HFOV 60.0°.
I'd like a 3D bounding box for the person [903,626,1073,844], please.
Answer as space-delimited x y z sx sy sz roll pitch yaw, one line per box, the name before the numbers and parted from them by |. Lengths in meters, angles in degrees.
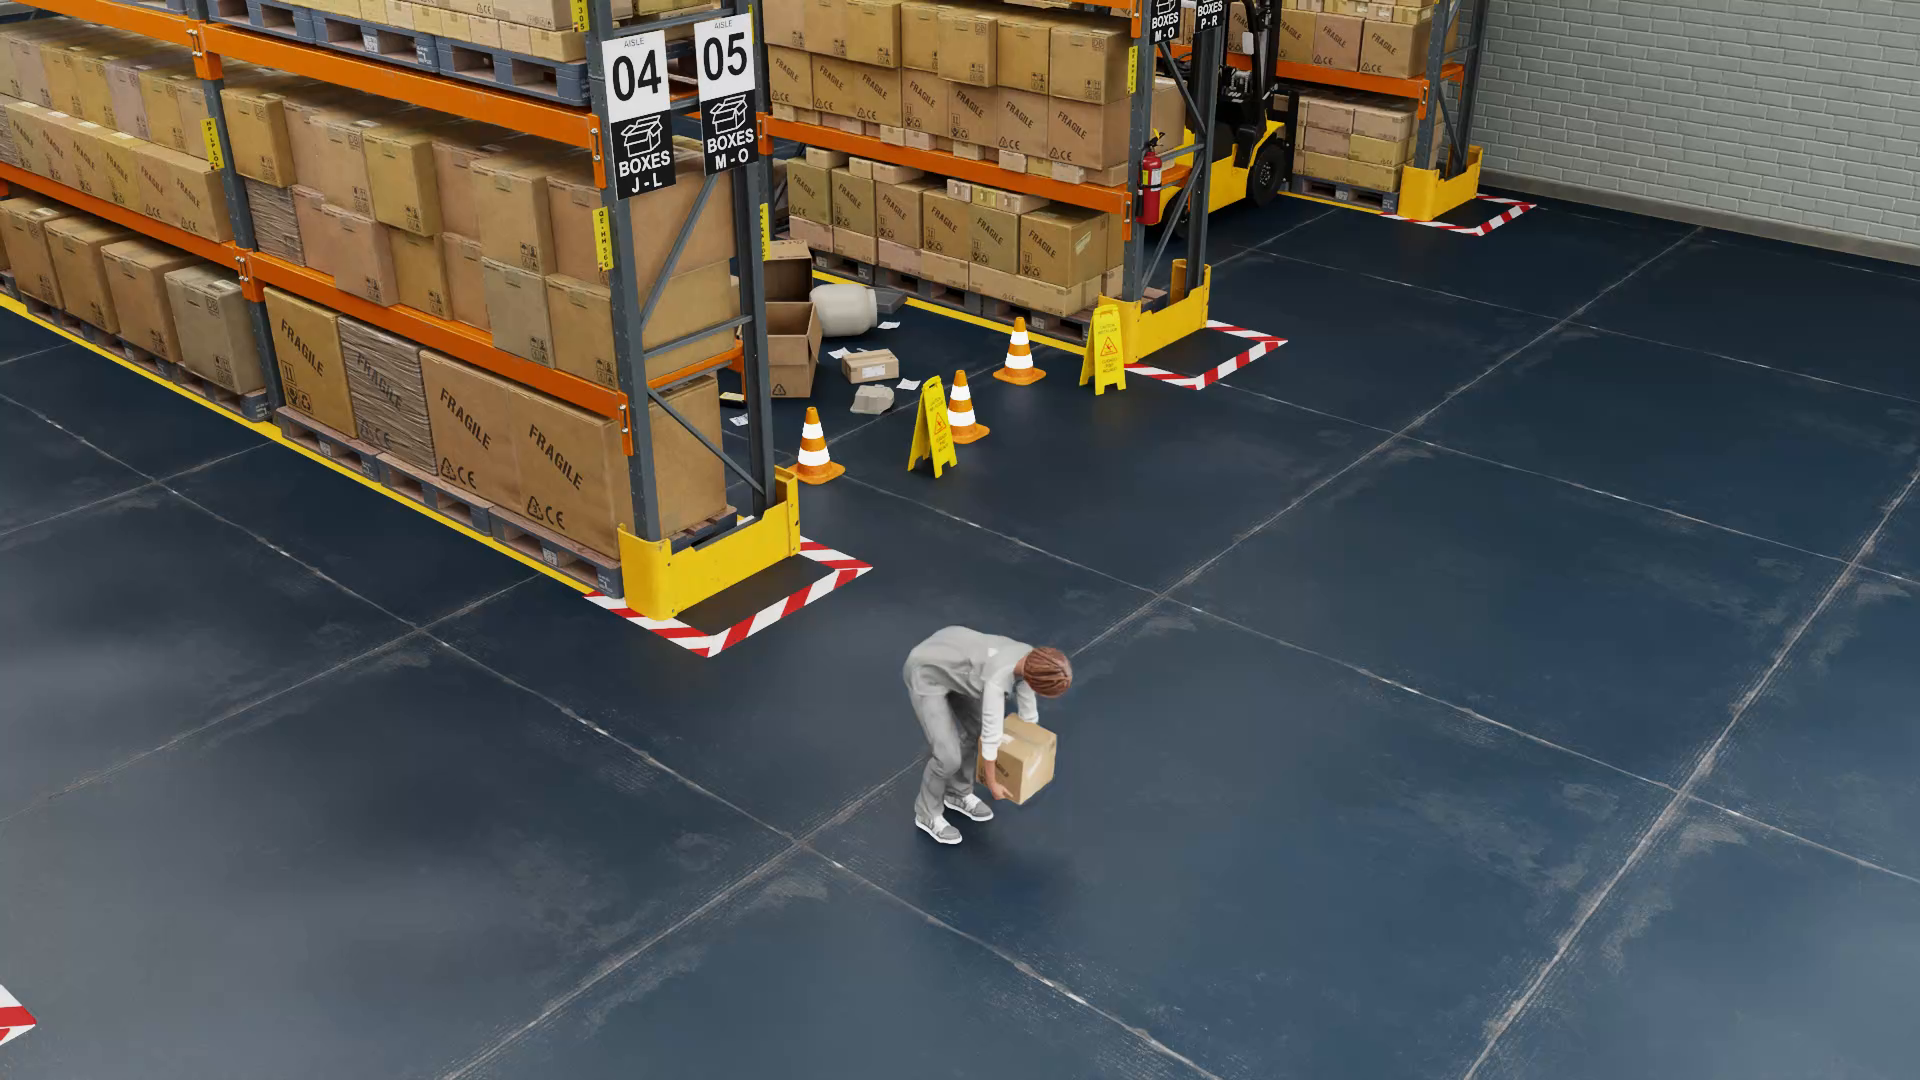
person | 0.125 0.884 7.445 0.848 1.139 0.385 20 34 33
